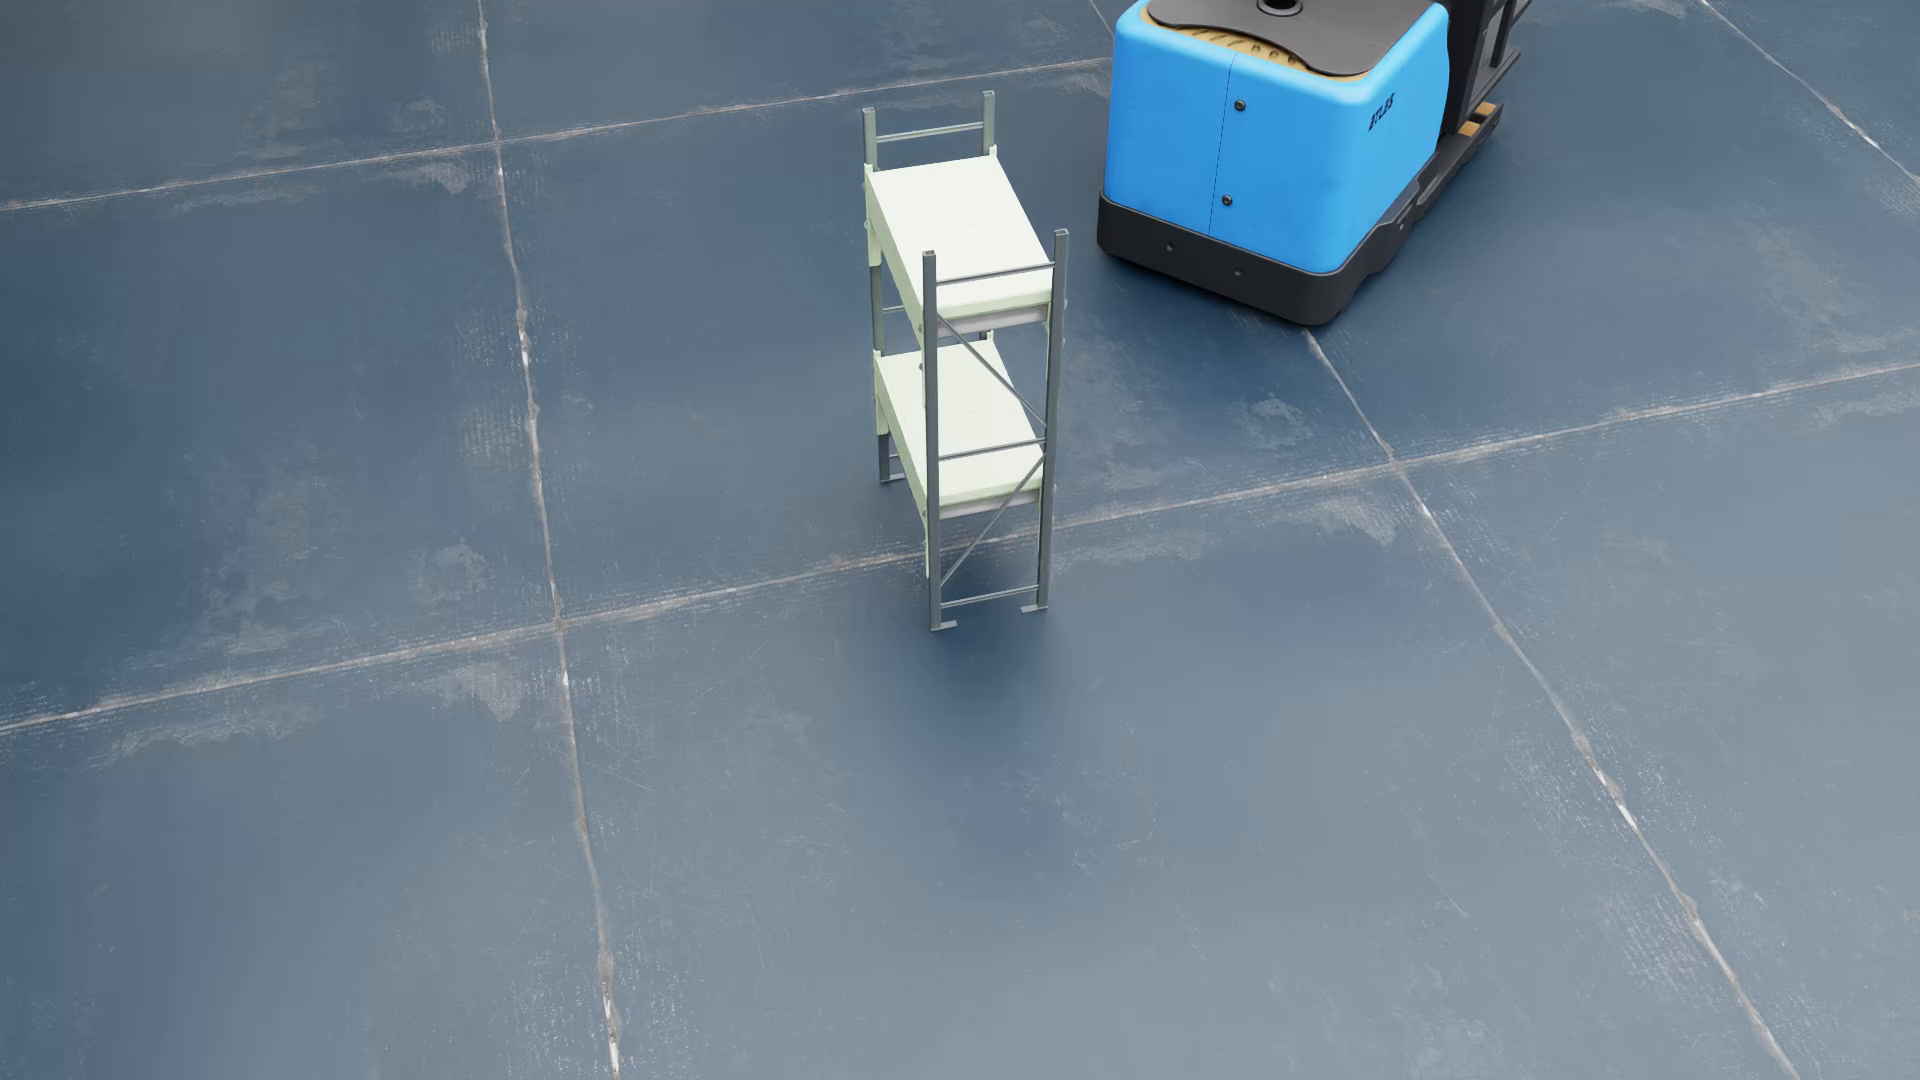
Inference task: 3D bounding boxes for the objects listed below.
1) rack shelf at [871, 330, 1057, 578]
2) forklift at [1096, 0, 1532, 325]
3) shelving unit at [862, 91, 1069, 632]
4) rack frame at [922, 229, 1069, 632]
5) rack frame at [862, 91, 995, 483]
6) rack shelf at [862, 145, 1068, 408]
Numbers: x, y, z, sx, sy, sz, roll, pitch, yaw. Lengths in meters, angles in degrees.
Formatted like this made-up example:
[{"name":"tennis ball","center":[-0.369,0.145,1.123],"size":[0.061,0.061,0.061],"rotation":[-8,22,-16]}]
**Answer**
[{"name":"rack shelf","center":[0.002,-0.292,5.443],"size":[0.431,0.370,0.720],"rotation":[-11,47,-10]},{"name":"forklift","center":[1.788,-2.890,6.530],"size":[1.130,2.935,3.031],"rotation":[25,51,22]},{"name":"shelving unit","center":[0.002,-0.520,5.210],"size":[0.431,1.500,0.755],"rotation":[-11,47,-10]},{"name":"rack frame","center":[0.095,-0.268,4.962],"size":[0.400,1.500,0.023],"rotation":[-11,47,-10]},{"name":"rack frame","center":[-0.092,-0.773,5.457],"size":[0.400,1.500,0.023],"rotation":[-11,47,-10]},{"name":"rack shelf","center":[0.002,-0.793,4.931],"size":[0.431,0.370,0.720],"rotation":[-11,47,-10]}]
